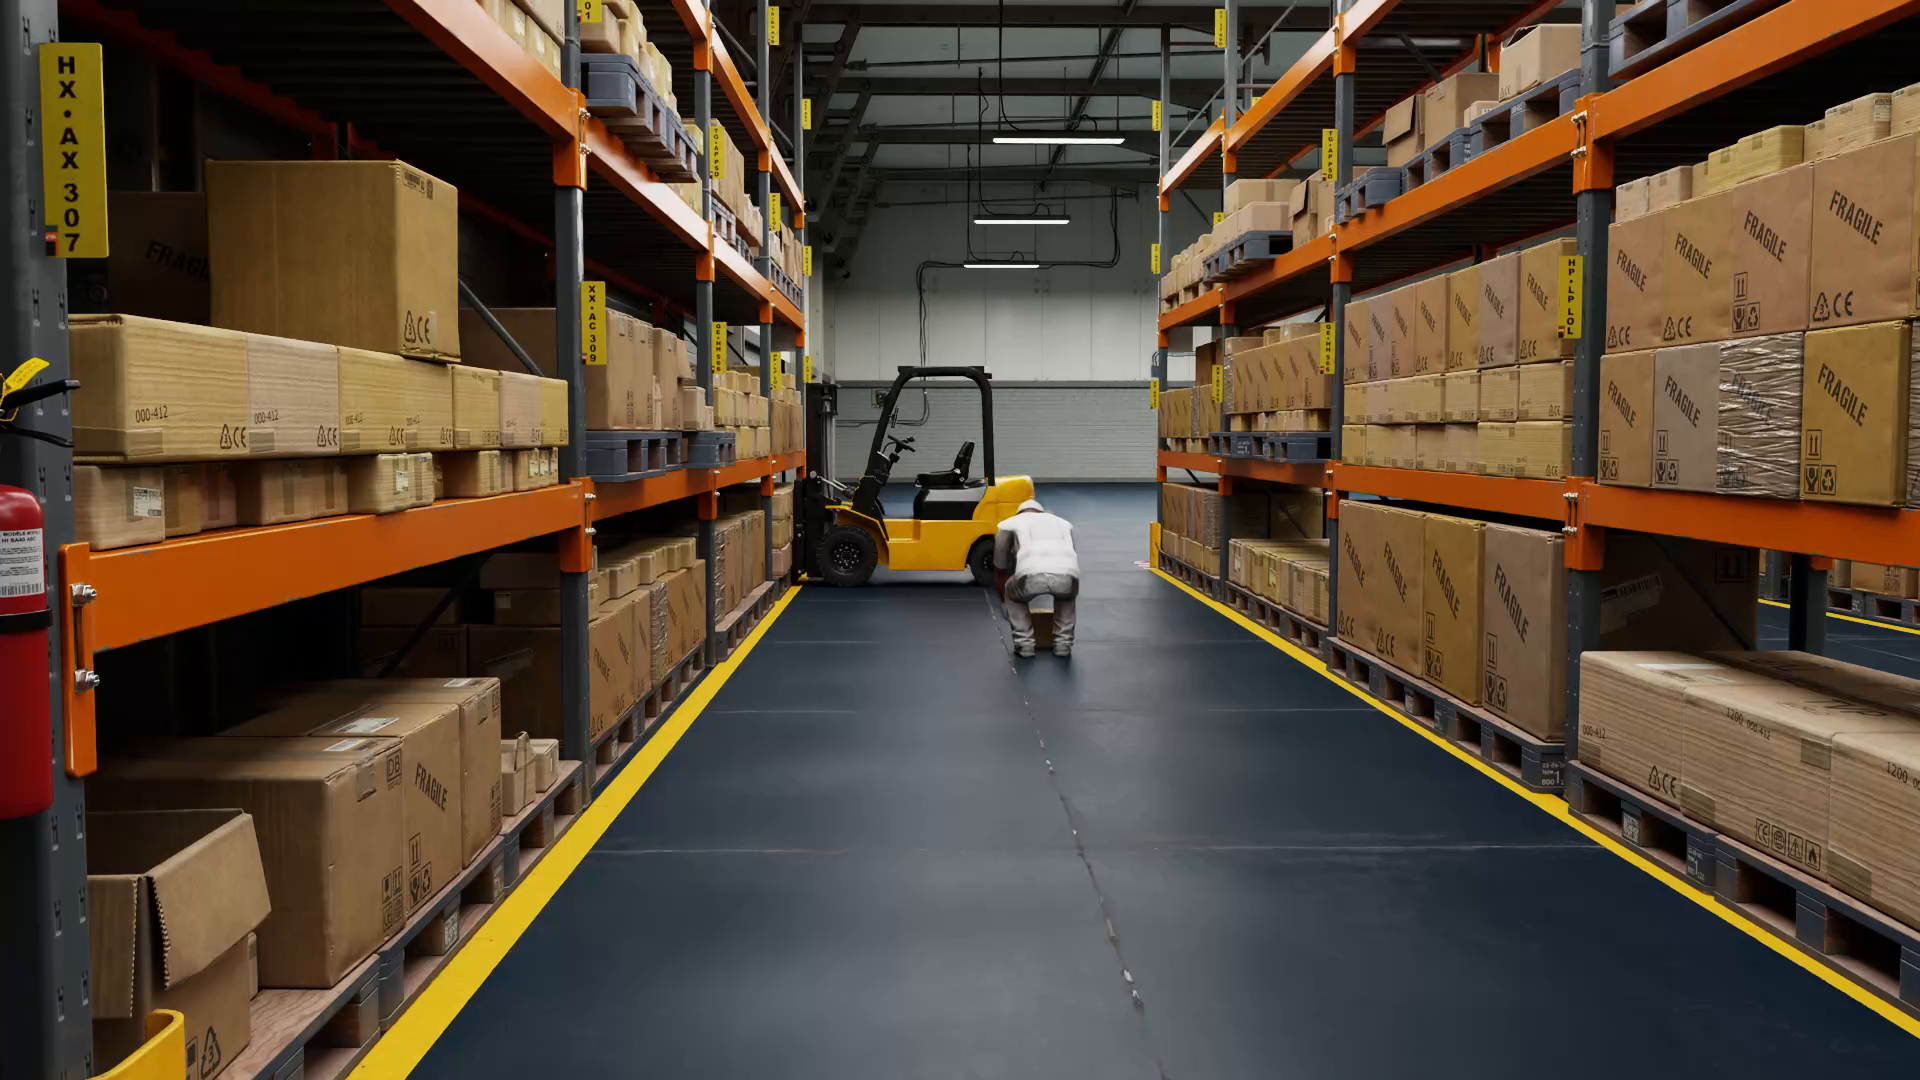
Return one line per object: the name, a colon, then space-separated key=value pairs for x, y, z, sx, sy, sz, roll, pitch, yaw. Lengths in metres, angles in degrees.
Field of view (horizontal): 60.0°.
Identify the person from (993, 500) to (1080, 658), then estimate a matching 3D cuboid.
person: x=0.523 y=0.258 z=11.351 sx=0.577 sy=1.037 sz=0.895 roll=0 pitch=4 yaw=-2
